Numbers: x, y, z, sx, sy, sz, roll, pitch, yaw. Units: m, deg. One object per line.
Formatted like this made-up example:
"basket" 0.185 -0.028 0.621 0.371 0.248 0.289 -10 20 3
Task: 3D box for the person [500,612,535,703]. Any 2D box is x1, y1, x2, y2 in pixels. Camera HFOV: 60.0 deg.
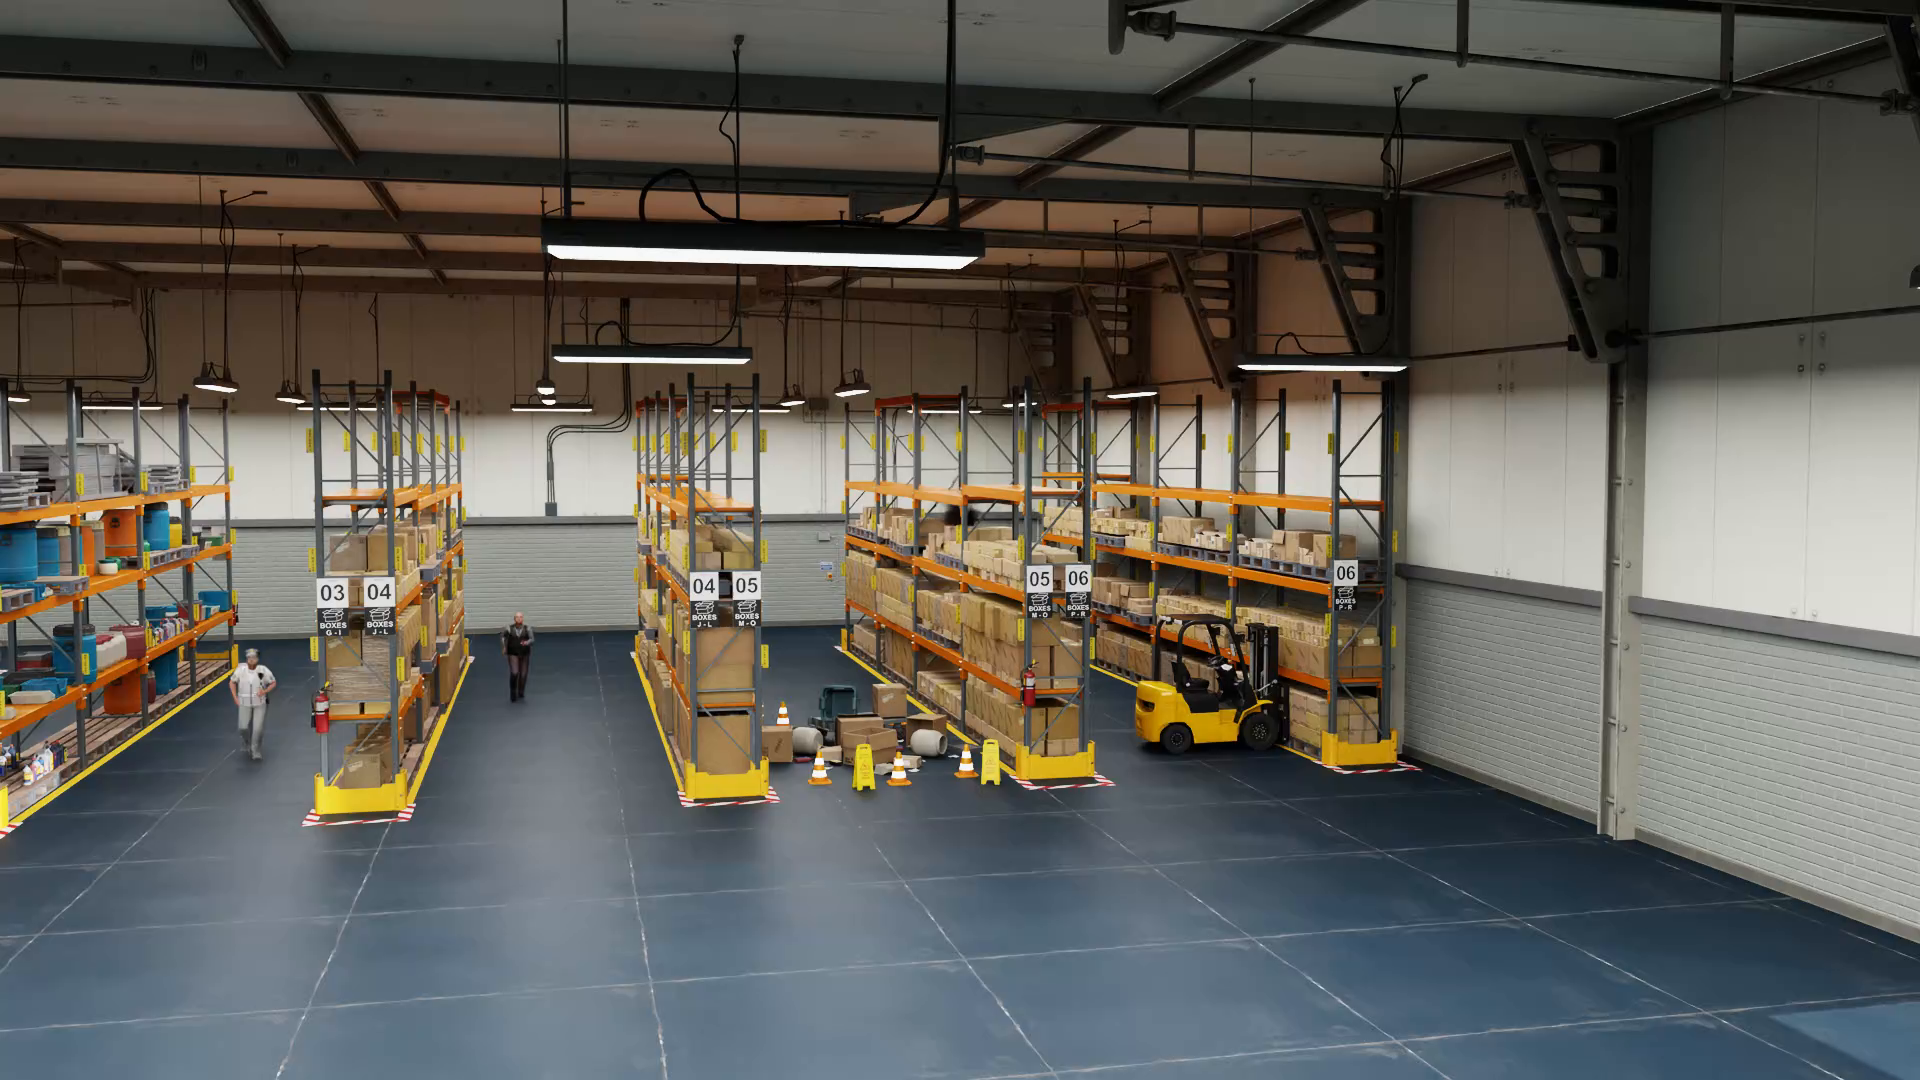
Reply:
"person" -8.584 2.282 32.332 0.627 1.744 0.721 -1 4 -22

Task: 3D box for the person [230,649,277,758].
"person" -11.231 2.599 26.401 0.710 1.757 0.537 -1 3 -17
